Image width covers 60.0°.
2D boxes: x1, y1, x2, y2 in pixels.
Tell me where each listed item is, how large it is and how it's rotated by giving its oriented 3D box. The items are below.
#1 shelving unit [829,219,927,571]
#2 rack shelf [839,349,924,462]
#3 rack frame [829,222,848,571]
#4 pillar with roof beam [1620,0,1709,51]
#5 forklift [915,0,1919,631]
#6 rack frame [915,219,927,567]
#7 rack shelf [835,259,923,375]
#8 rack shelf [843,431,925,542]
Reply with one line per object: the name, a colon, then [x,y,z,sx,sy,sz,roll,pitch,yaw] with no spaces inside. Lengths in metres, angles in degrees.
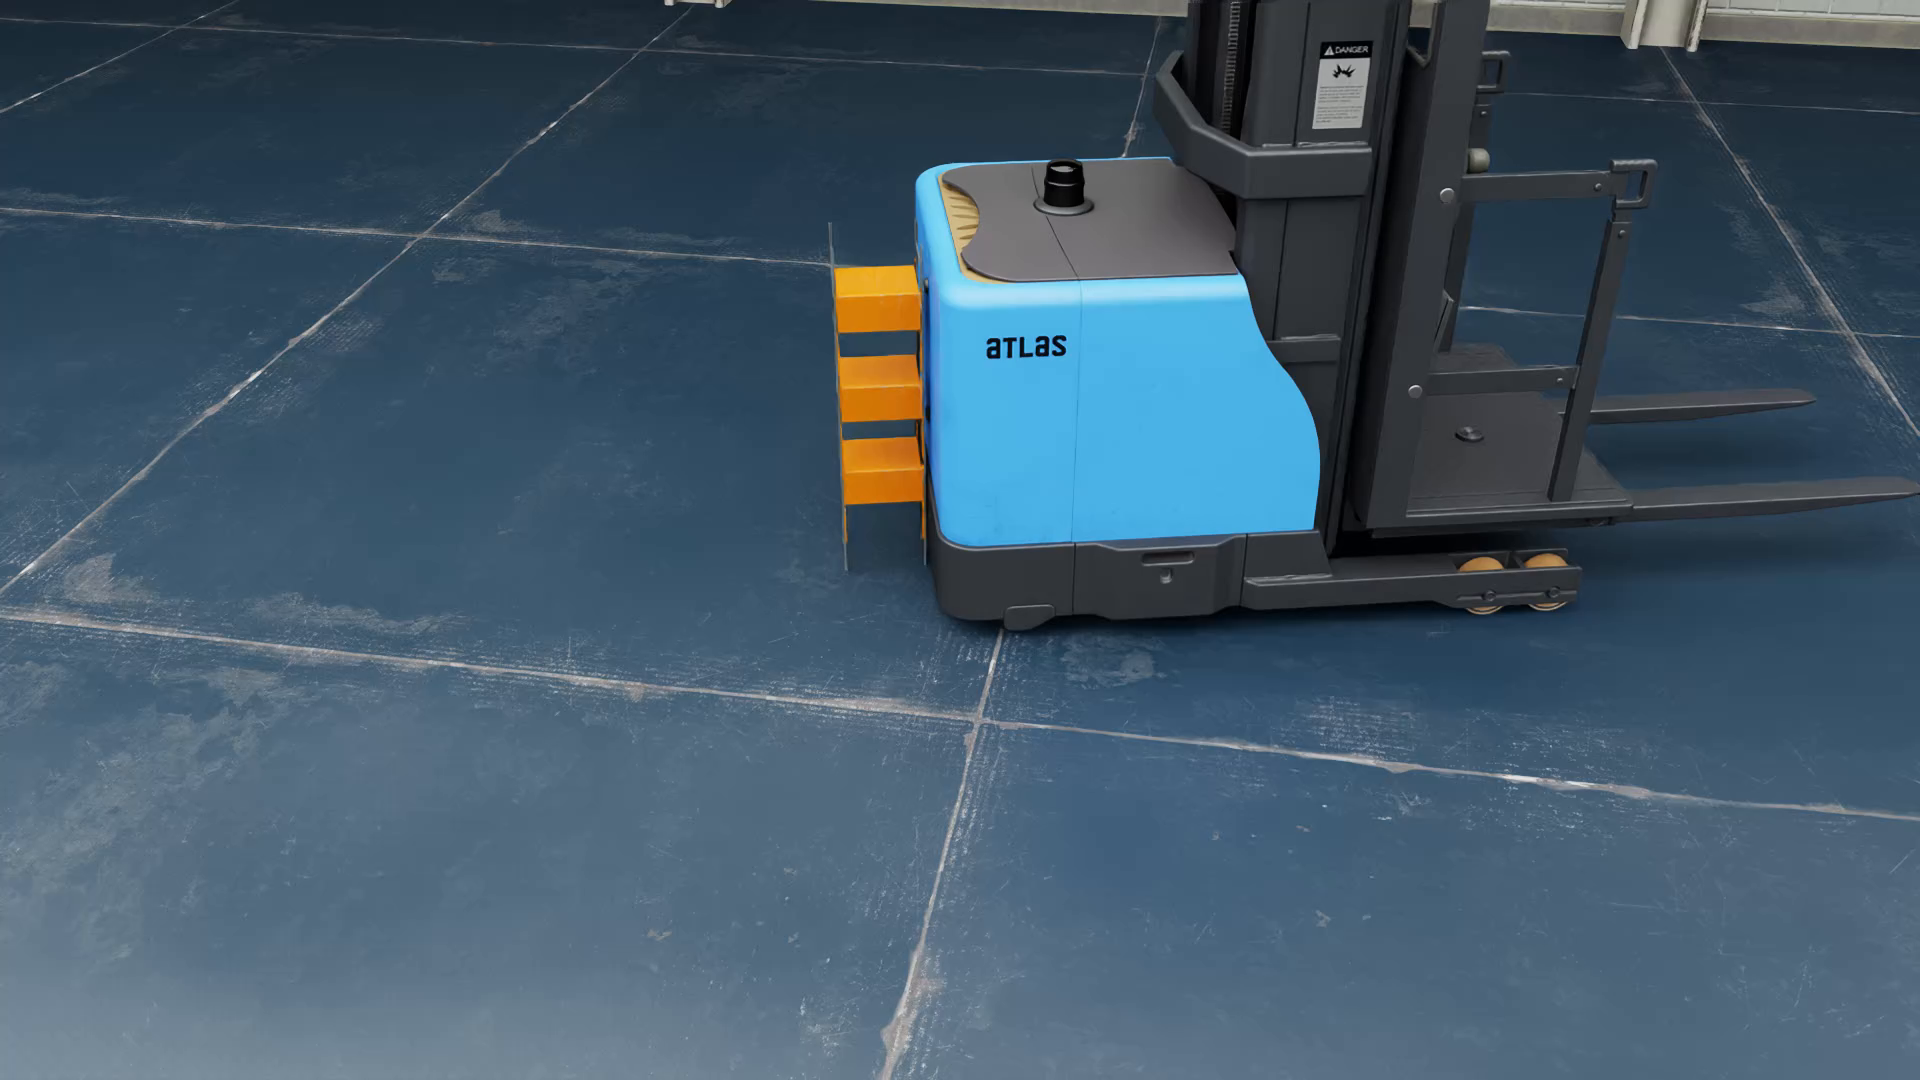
shelving unit: [-0.237,-0.408,4.912,0.252,1.050,0.215,-3,32,-5]
rack shelf: [-0.237,-0.399,4.918,0.240,0.259,0.215,-3,32,-5]
rack frame: [-0.358,-0.402,4.902,0.008,1.050,0.200,-3,32,-5]
pillar with roof beam: [3.491,-4.568,4.066,0.400,9.000,9.100,5,32,8]
forklift: [1.401,-1.301,4.566,3.031,2.935,1.130,-3,32,-5]
rack frame: [-0.115,-0.414,4.922,0.008,1.050,0.200,-3,32,-5]
rack shelf: [-0.237,-0.639,4.767,0.240,0.259,0.215,-3,32,-5]
rack shelf: [-0.237,-0.163,5.065,0.240,0.259,0.215,-3,32,-5]
